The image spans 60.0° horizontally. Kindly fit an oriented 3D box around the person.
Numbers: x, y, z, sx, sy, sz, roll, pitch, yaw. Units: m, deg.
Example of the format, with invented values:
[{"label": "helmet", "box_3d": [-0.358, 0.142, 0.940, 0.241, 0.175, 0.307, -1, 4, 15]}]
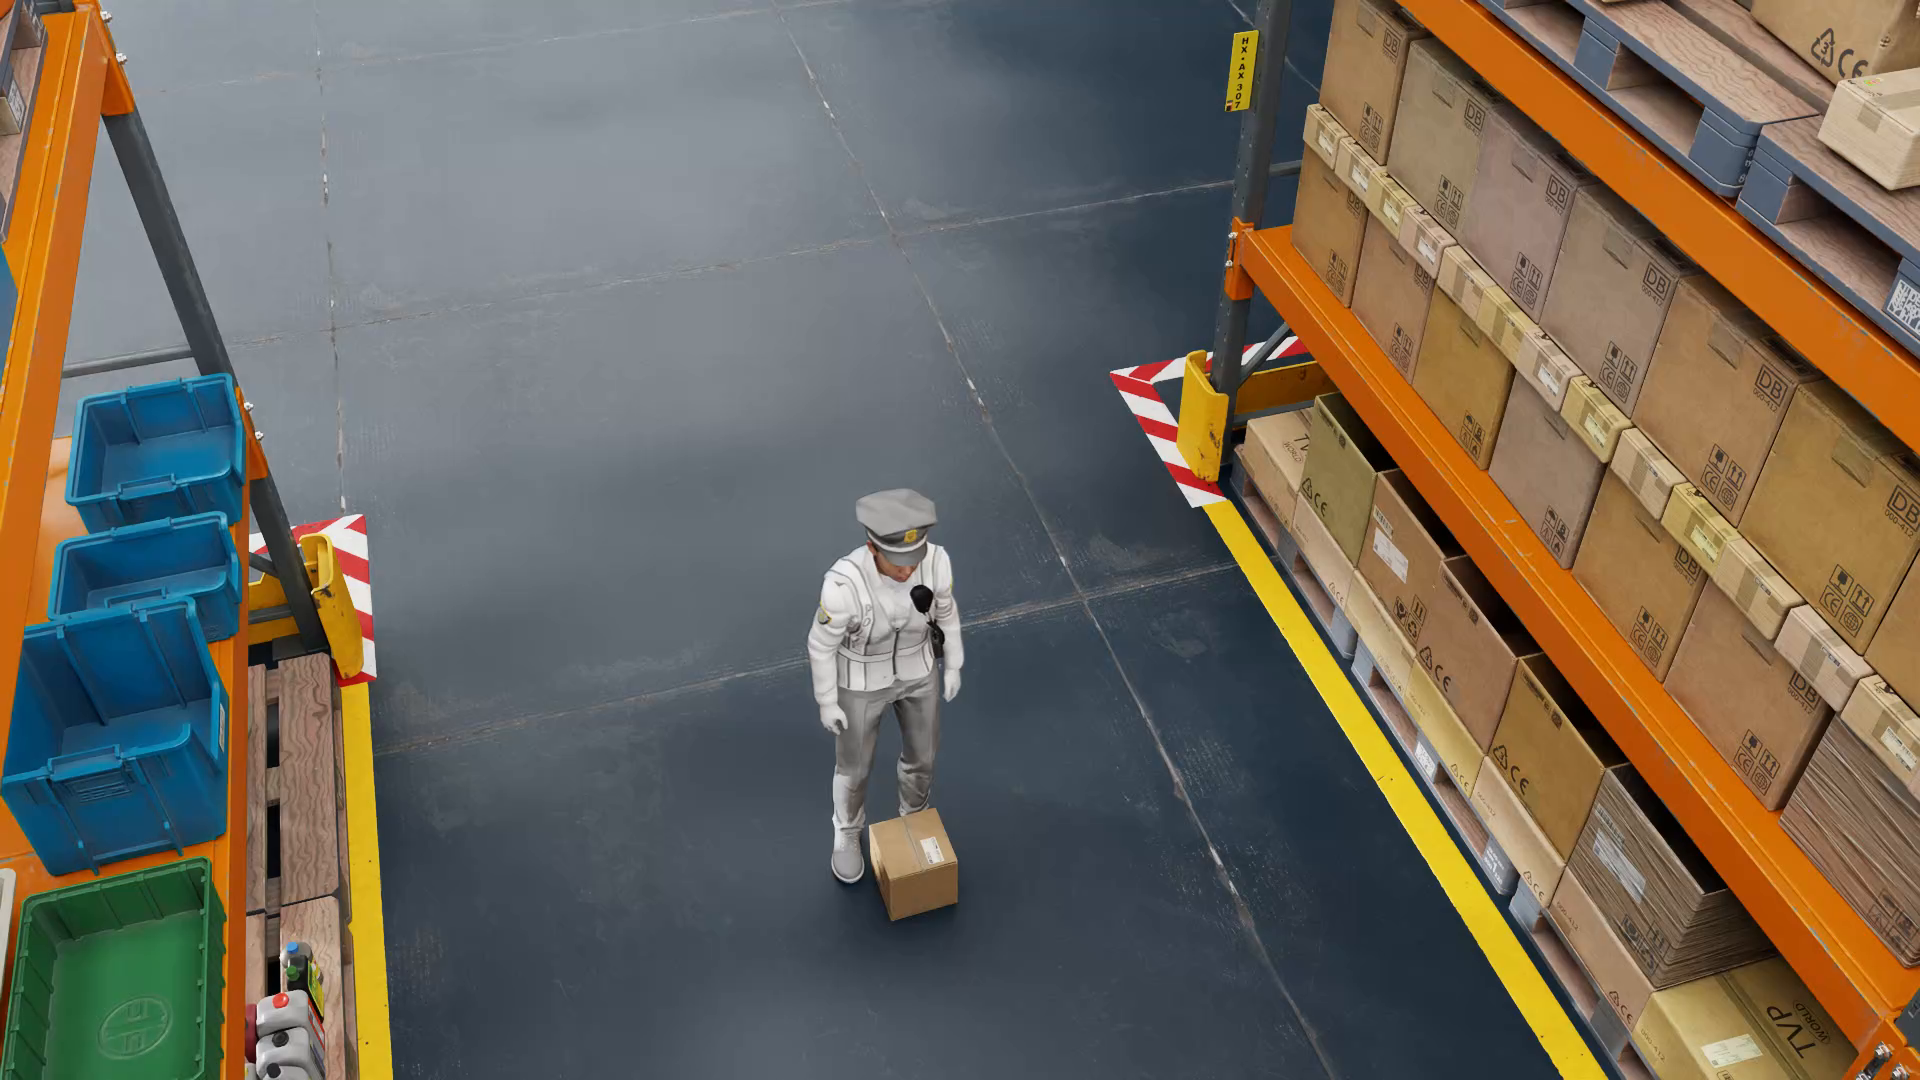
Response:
[{"label": "person", "box_3d": [-0.240, 0.481, 5.633, 0.544, 1.663, 0.376, -15, 44, -15]}]
